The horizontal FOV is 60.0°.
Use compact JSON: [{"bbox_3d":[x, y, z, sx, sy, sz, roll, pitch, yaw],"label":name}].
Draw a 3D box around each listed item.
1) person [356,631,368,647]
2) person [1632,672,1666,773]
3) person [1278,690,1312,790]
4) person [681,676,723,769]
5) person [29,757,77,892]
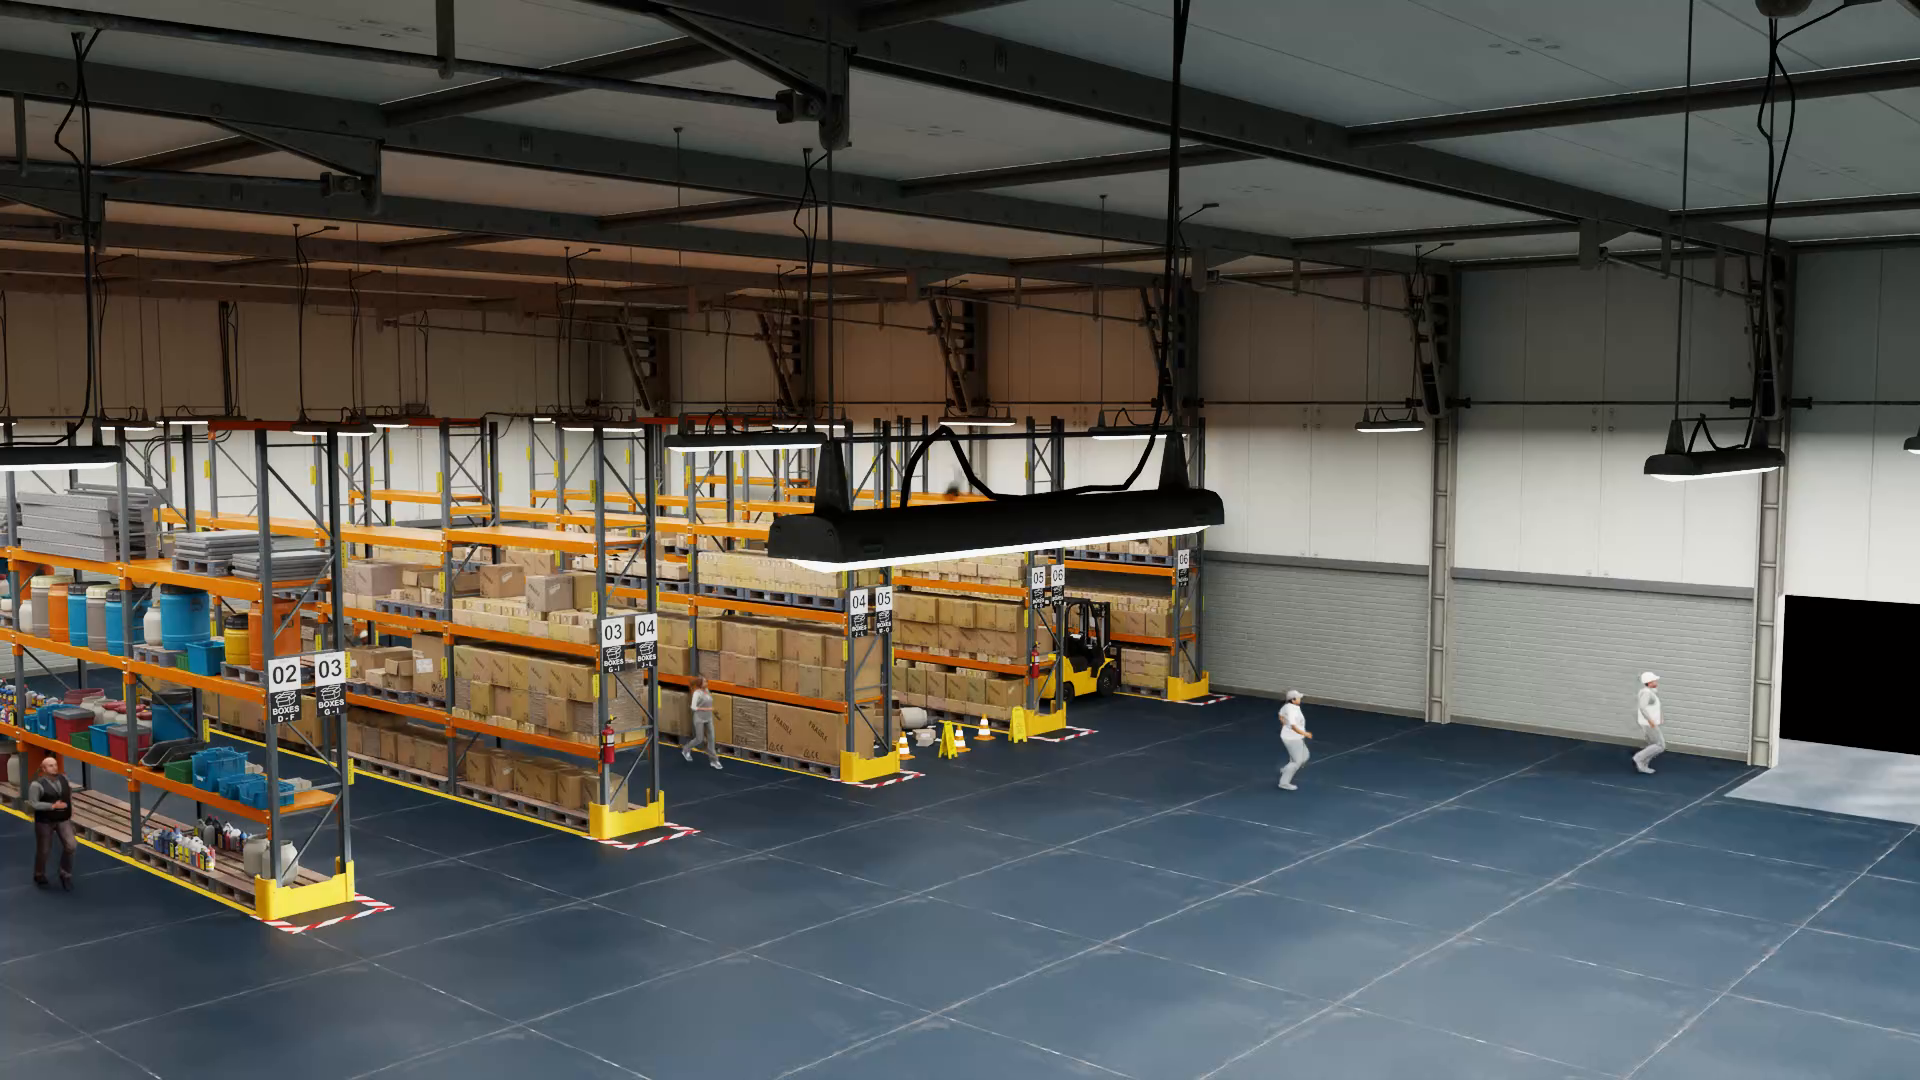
[{"bbox_3d":[-11.759,2.709,32.977,0.782,1.844,0.656,4,6,38],"label":"person"},{"bbox_3d":[11.744,3.113,28.322,0.515,1.735,0.666,2,5,18],"label":"person"},{"bbox_3d":[5.490,3.259,27.243,0.527,1.629,0.617,0,5,0],"label":"person"},{"bbox_3d":[-4.460,3.132,28.722,0.879,1.597,0.540,3,6,33],"label":"person"},{"bbox_3d":[-11.749,3.687,21.549,0.827,1.771,0.620,3,6,35],"label":"person"}]
